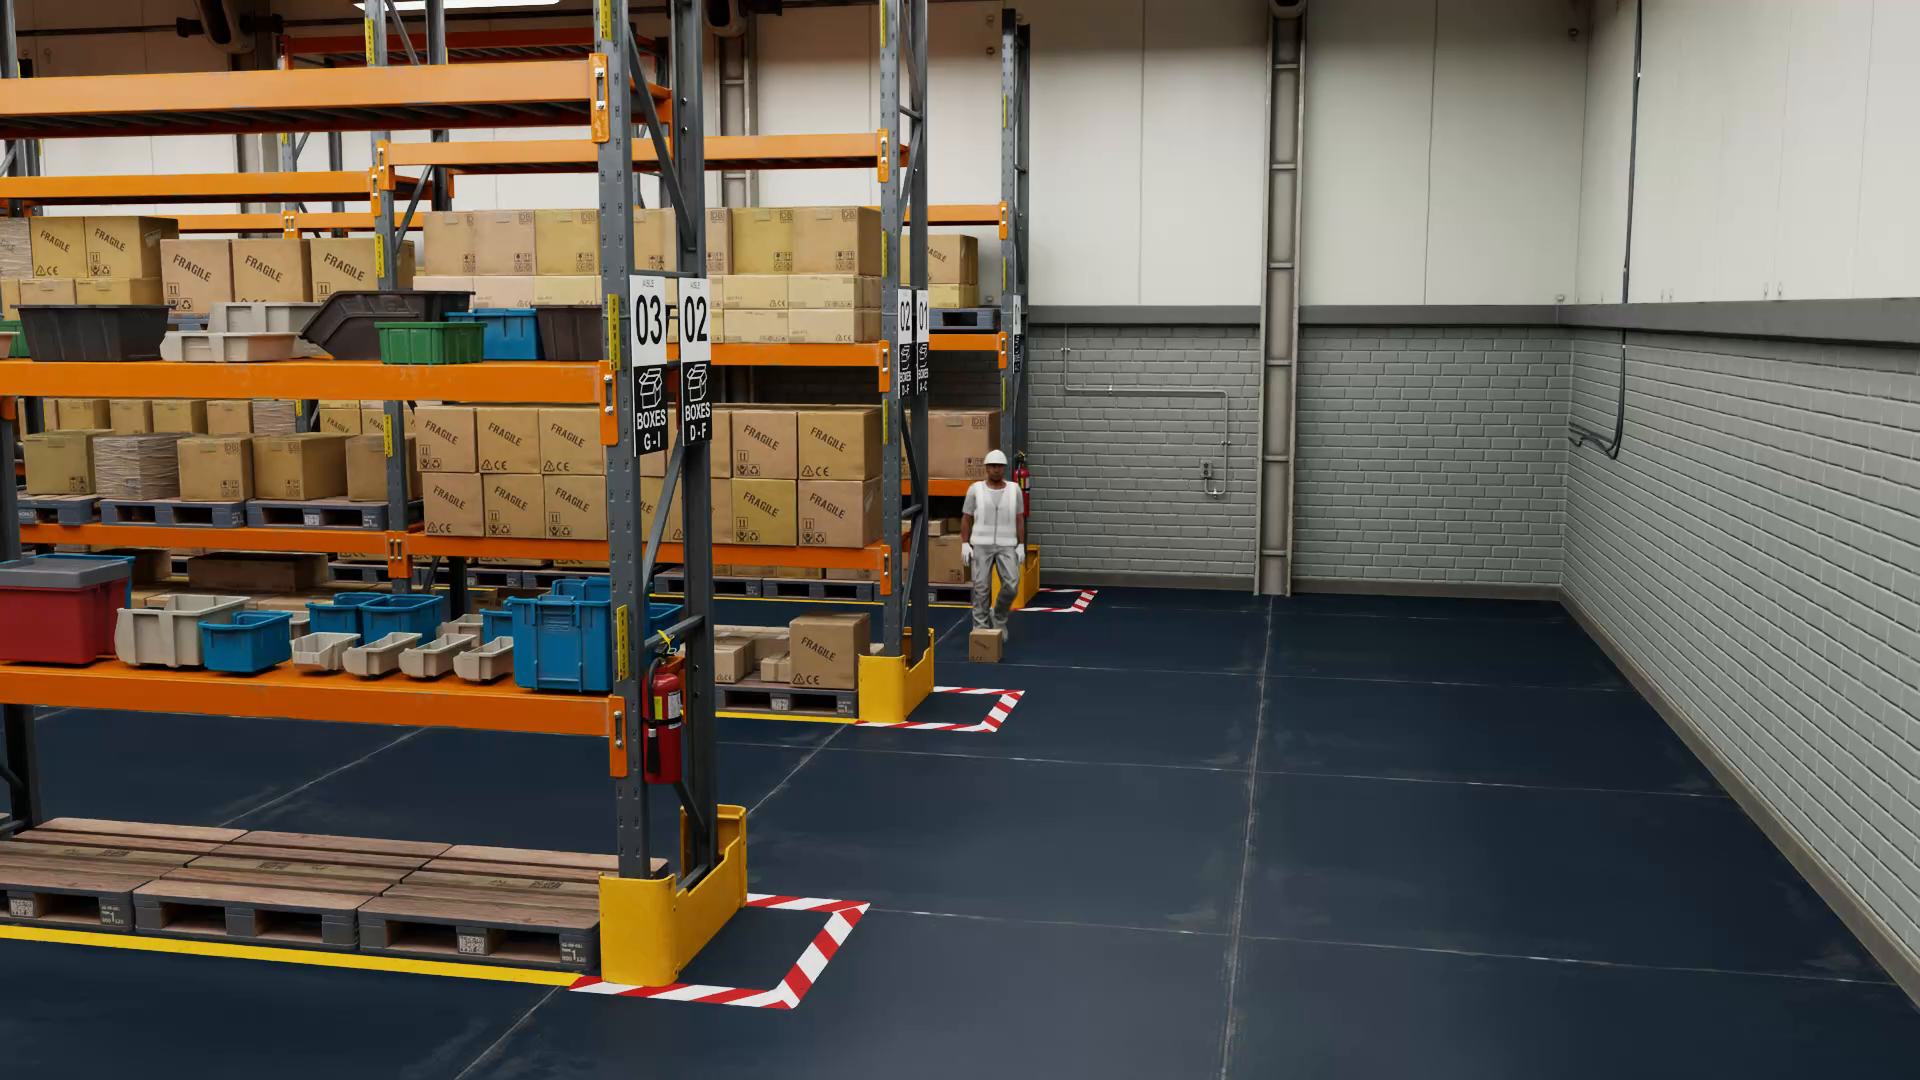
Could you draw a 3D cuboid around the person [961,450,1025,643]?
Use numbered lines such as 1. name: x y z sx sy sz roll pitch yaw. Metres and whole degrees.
1. person: 0.306 0.079 15.028 0.591 1.775 0.485 -1 8 -5
